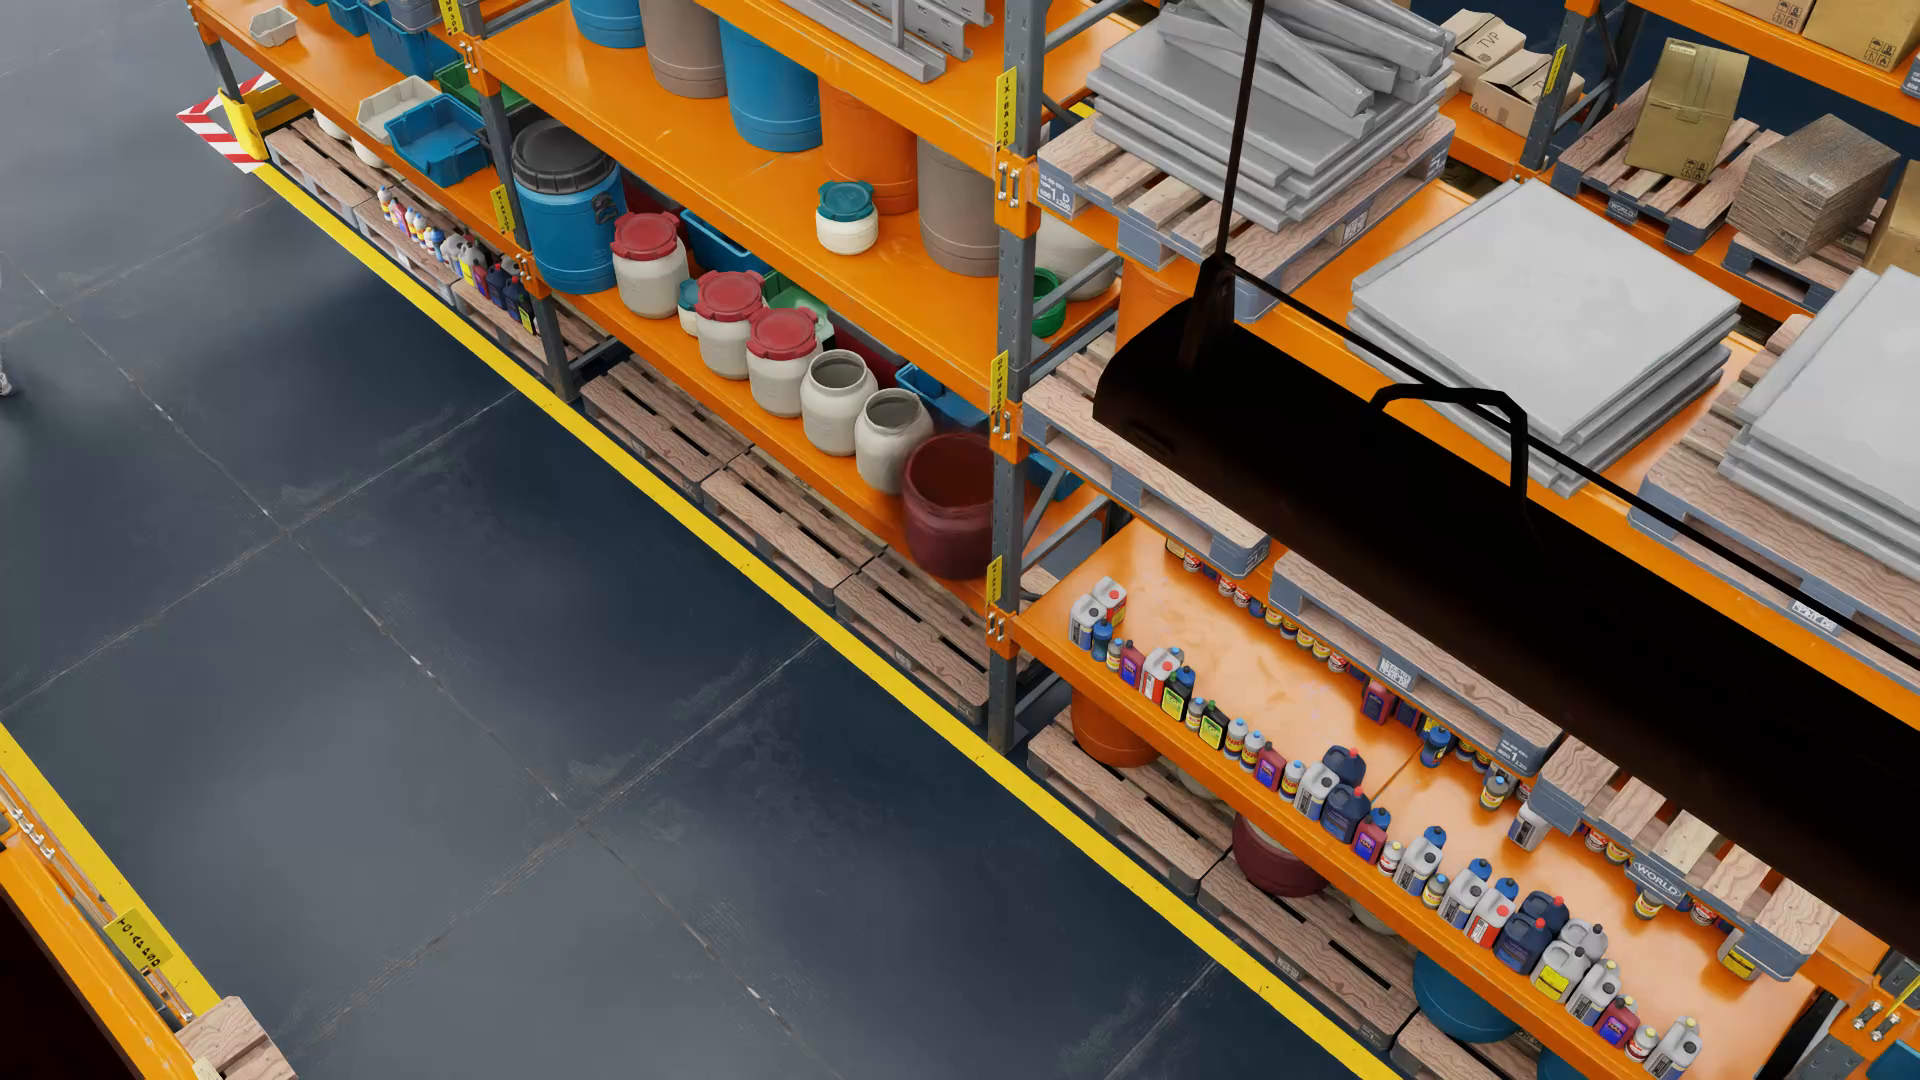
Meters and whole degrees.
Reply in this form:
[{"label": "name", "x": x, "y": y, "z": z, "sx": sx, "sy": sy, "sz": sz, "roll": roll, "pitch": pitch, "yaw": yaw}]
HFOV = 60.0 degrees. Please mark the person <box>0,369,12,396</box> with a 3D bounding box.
[{"label": "person", "x": -6.696, "y": -1.818, "z": 10.740, "sx": 0.978, "sy": 1.745, "sz": 0.574, "roll": 37, "pitch": 59, "yaw": 27}]
